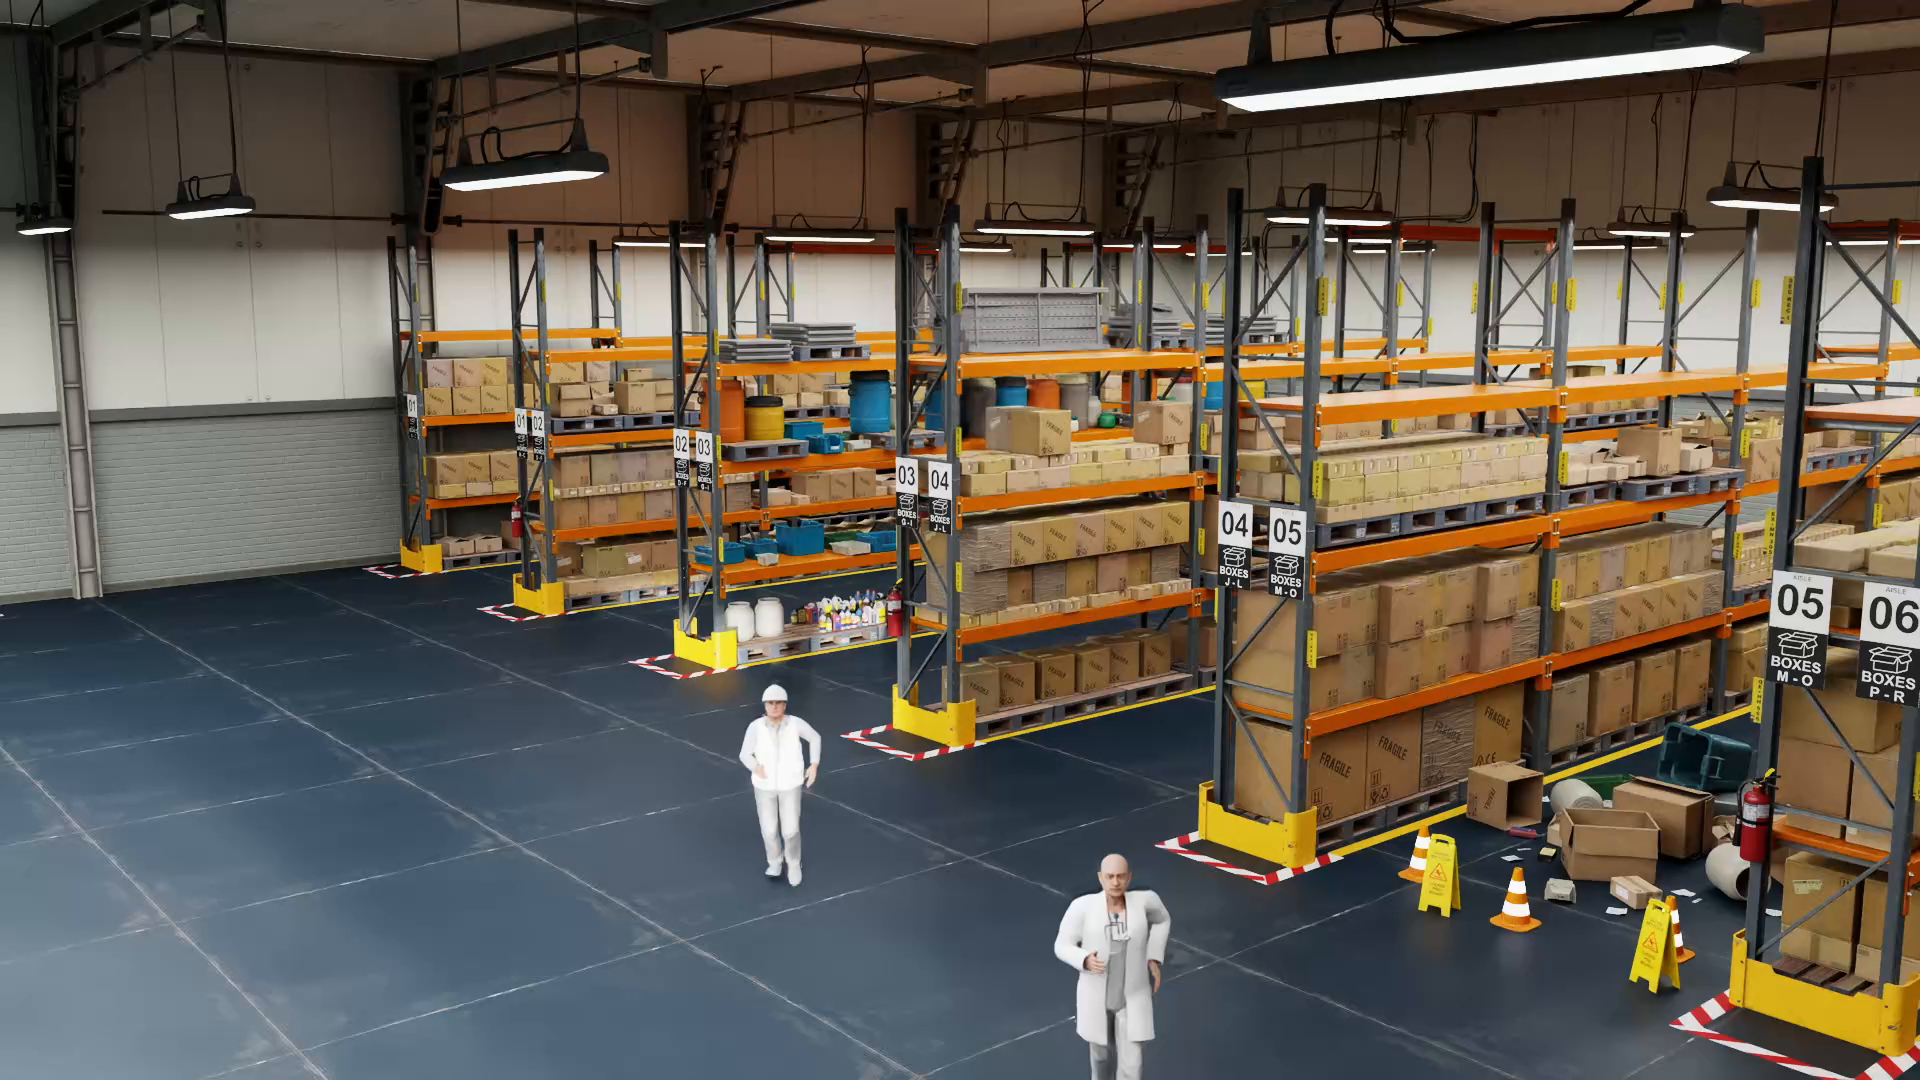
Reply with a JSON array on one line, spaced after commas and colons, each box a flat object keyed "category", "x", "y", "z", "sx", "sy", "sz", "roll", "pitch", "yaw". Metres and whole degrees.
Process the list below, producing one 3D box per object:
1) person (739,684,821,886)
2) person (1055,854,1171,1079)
[{"category": "person", "x": -1.548, "y": 2.128, "z": 14.291, "sx": 0.685, "sy": 1.793, "sz": 0.692, "roll": 0, "pitch": 9, "yaw": -2}, {"category": "person", "x": 0.915, "y": 2.776, "z": 9.955, "sx": 0.701, "sy": 1.765, "sz": 0.986, "roll": 1, "pitch": 9, "yaw": 4}]
